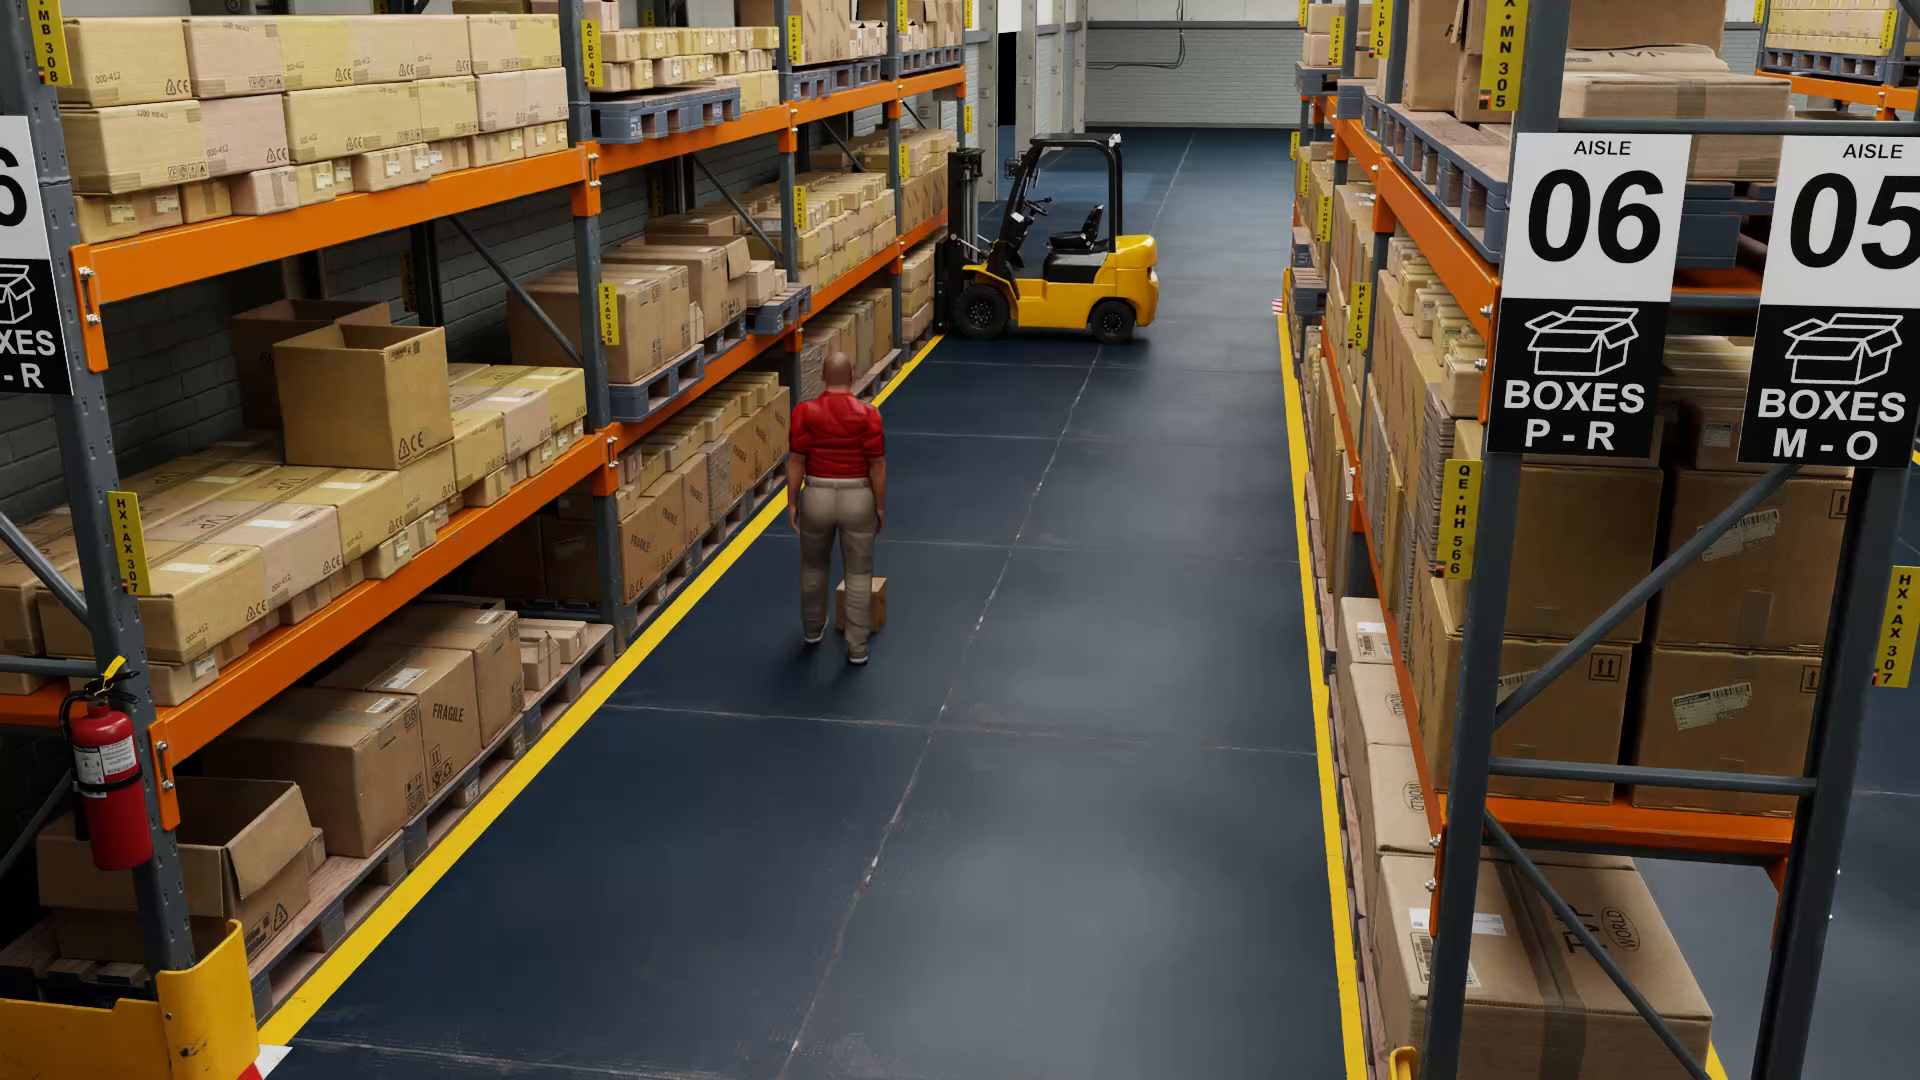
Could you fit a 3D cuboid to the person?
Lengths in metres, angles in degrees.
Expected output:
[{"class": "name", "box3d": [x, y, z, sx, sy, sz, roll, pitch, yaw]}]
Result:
[{"class": "person", "box3d": [-0.665, -0.220, 9.240, 0.545, 1.724, 0.606, 1, 18, 3]}]
